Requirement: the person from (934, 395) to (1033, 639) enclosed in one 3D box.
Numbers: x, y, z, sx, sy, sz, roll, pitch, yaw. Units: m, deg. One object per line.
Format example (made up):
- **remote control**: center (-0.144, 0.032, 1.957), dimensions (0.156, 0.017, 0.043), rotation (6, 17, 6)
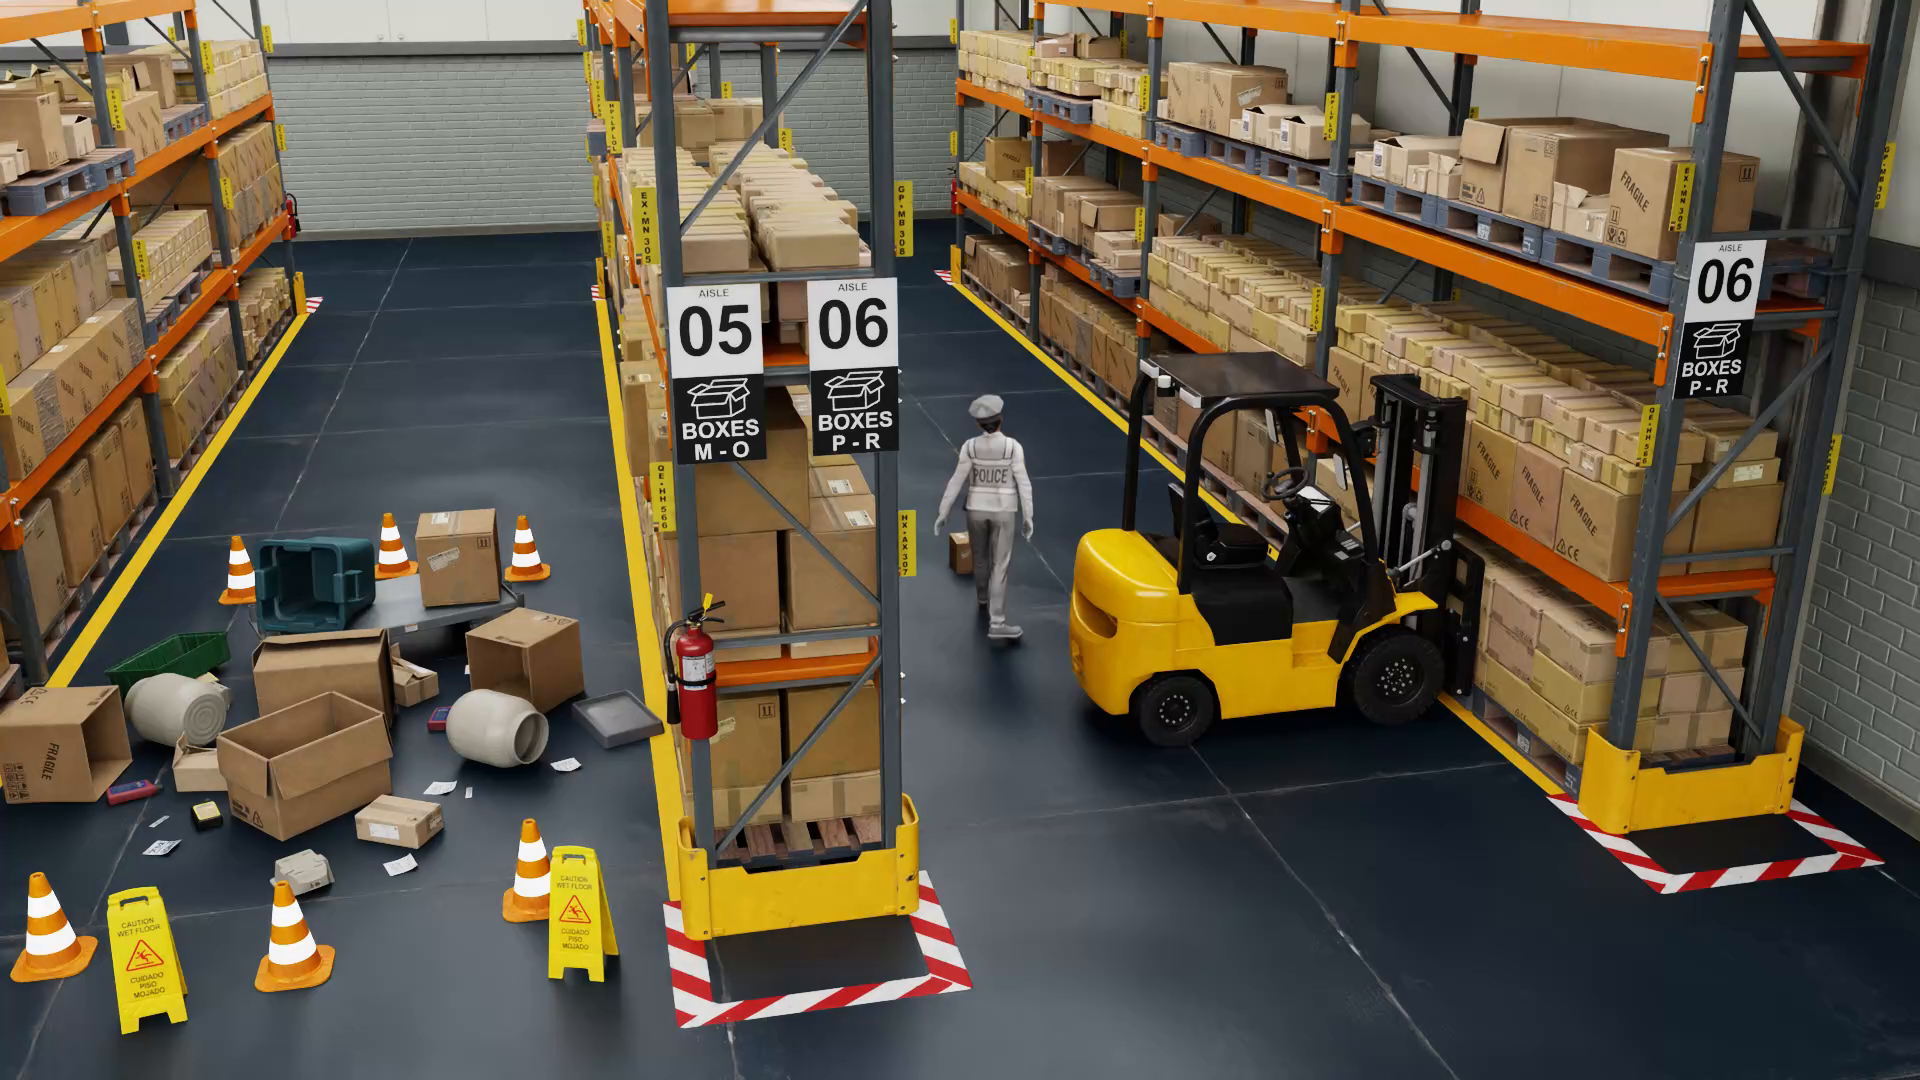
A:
- **person**: center (0.186, -0.205, 11.649), dimensions (0.670, 1.611, 1.019), rotation (5, 20, 13)
